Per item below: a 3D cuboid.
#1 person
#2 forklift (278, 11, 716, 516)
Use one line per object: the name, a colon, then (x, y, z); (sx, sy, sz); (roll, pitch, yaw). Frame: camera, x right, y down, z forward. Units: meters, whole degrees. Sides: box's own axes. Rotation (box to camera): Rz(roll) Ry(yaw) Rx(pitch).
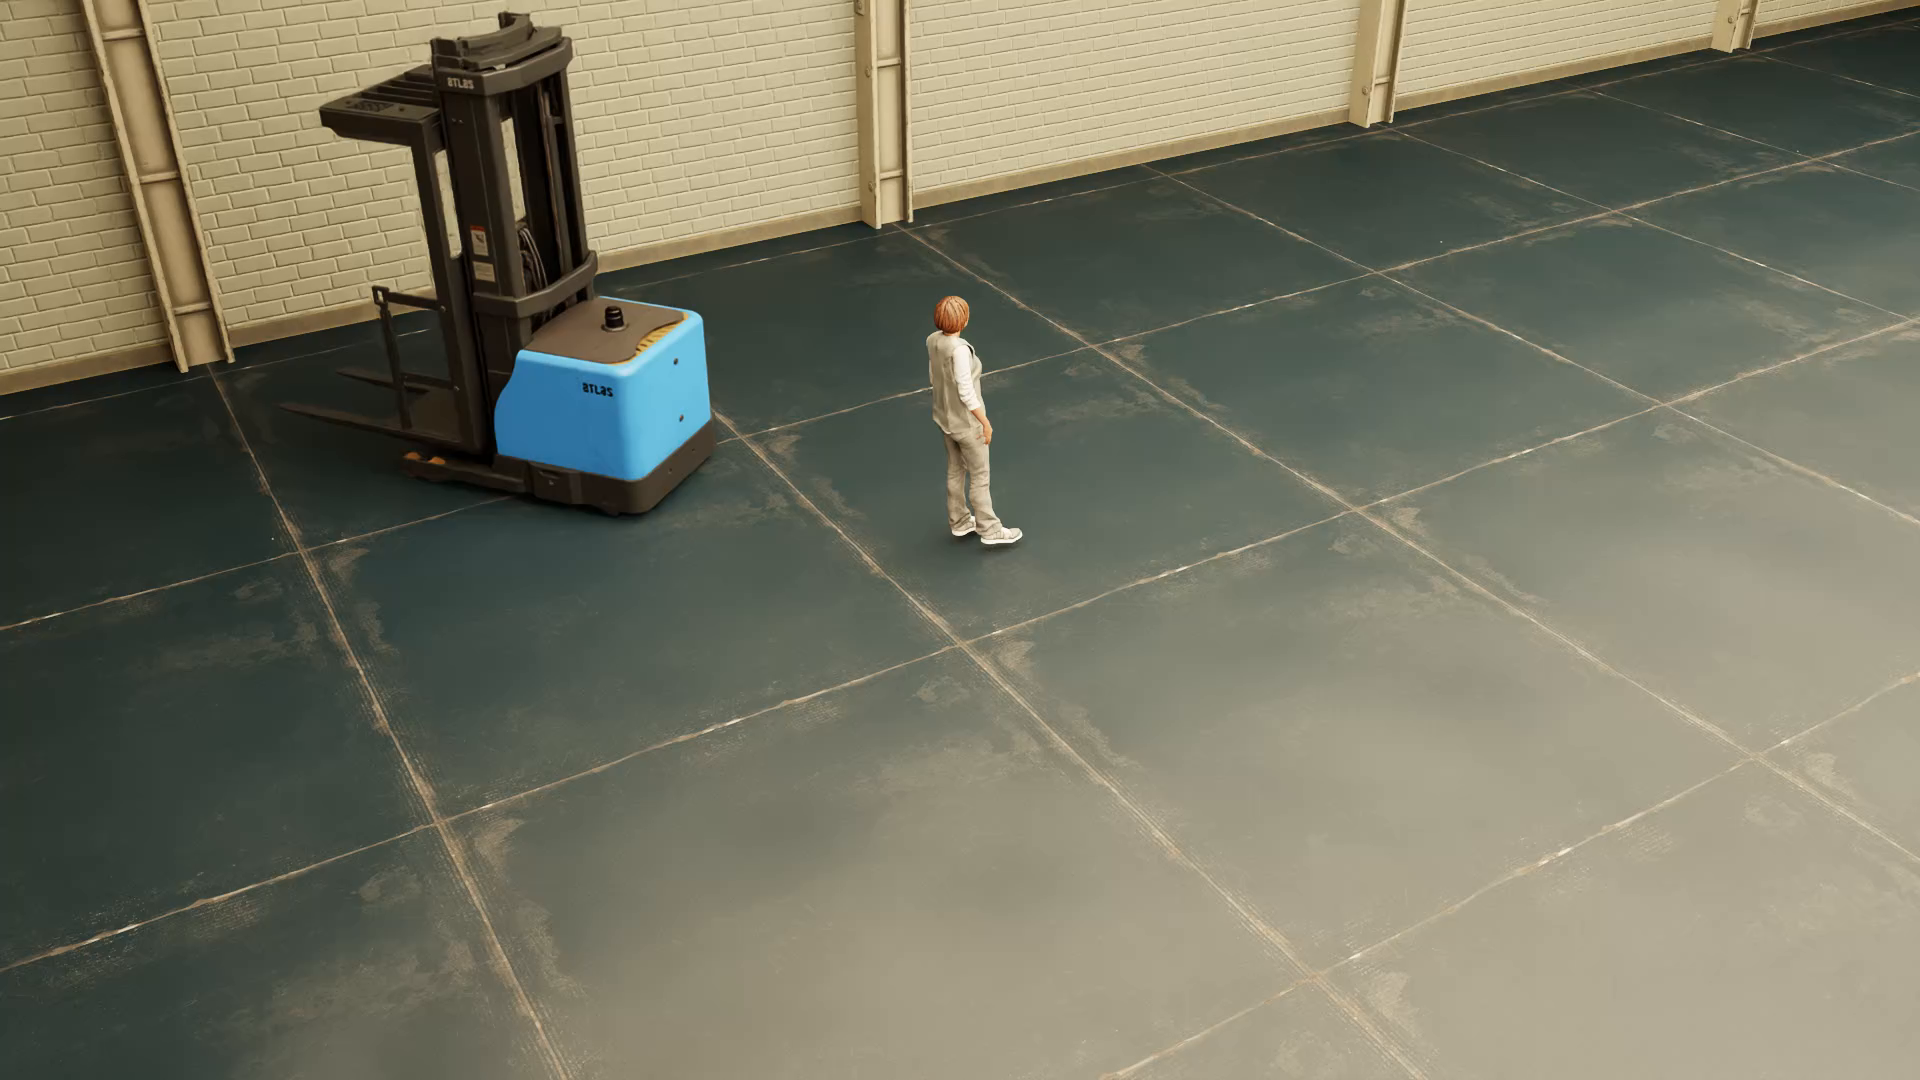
person: (0.070, -0.739, 10.088); (0.475, 1.596, 0.520); (-17, 35, -26)
forklift: (-3.244, -1.881, 10.788); (3.031, 2.935, 1.130); (11, 33, 18)
